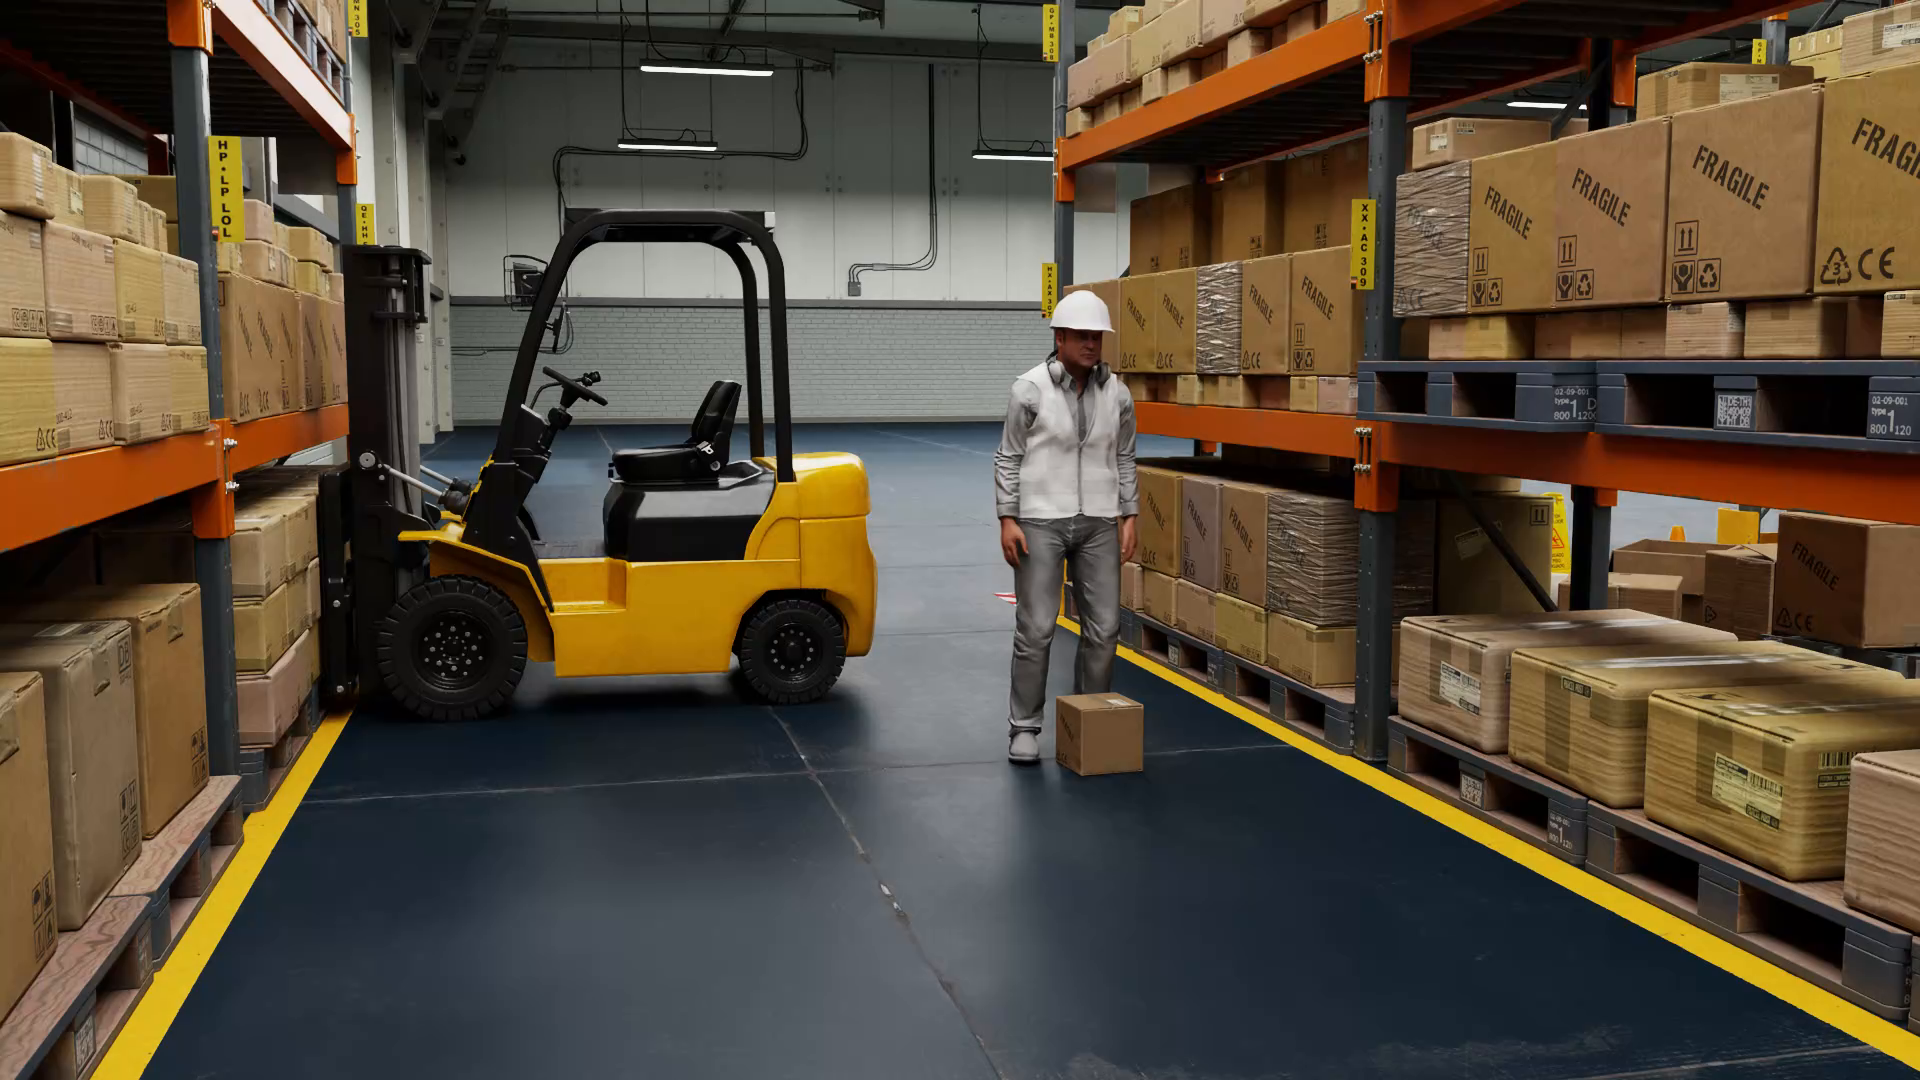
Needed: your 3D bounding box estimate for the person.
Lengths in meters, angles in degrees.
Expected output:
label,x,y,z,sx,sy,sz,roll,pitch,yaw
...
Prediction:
label,x,y,z,sx,sy,sz,roll,pitch,yaw
person,0.418,-0.059,6.373,0.579,1.770,0.465,-2,6,-17
